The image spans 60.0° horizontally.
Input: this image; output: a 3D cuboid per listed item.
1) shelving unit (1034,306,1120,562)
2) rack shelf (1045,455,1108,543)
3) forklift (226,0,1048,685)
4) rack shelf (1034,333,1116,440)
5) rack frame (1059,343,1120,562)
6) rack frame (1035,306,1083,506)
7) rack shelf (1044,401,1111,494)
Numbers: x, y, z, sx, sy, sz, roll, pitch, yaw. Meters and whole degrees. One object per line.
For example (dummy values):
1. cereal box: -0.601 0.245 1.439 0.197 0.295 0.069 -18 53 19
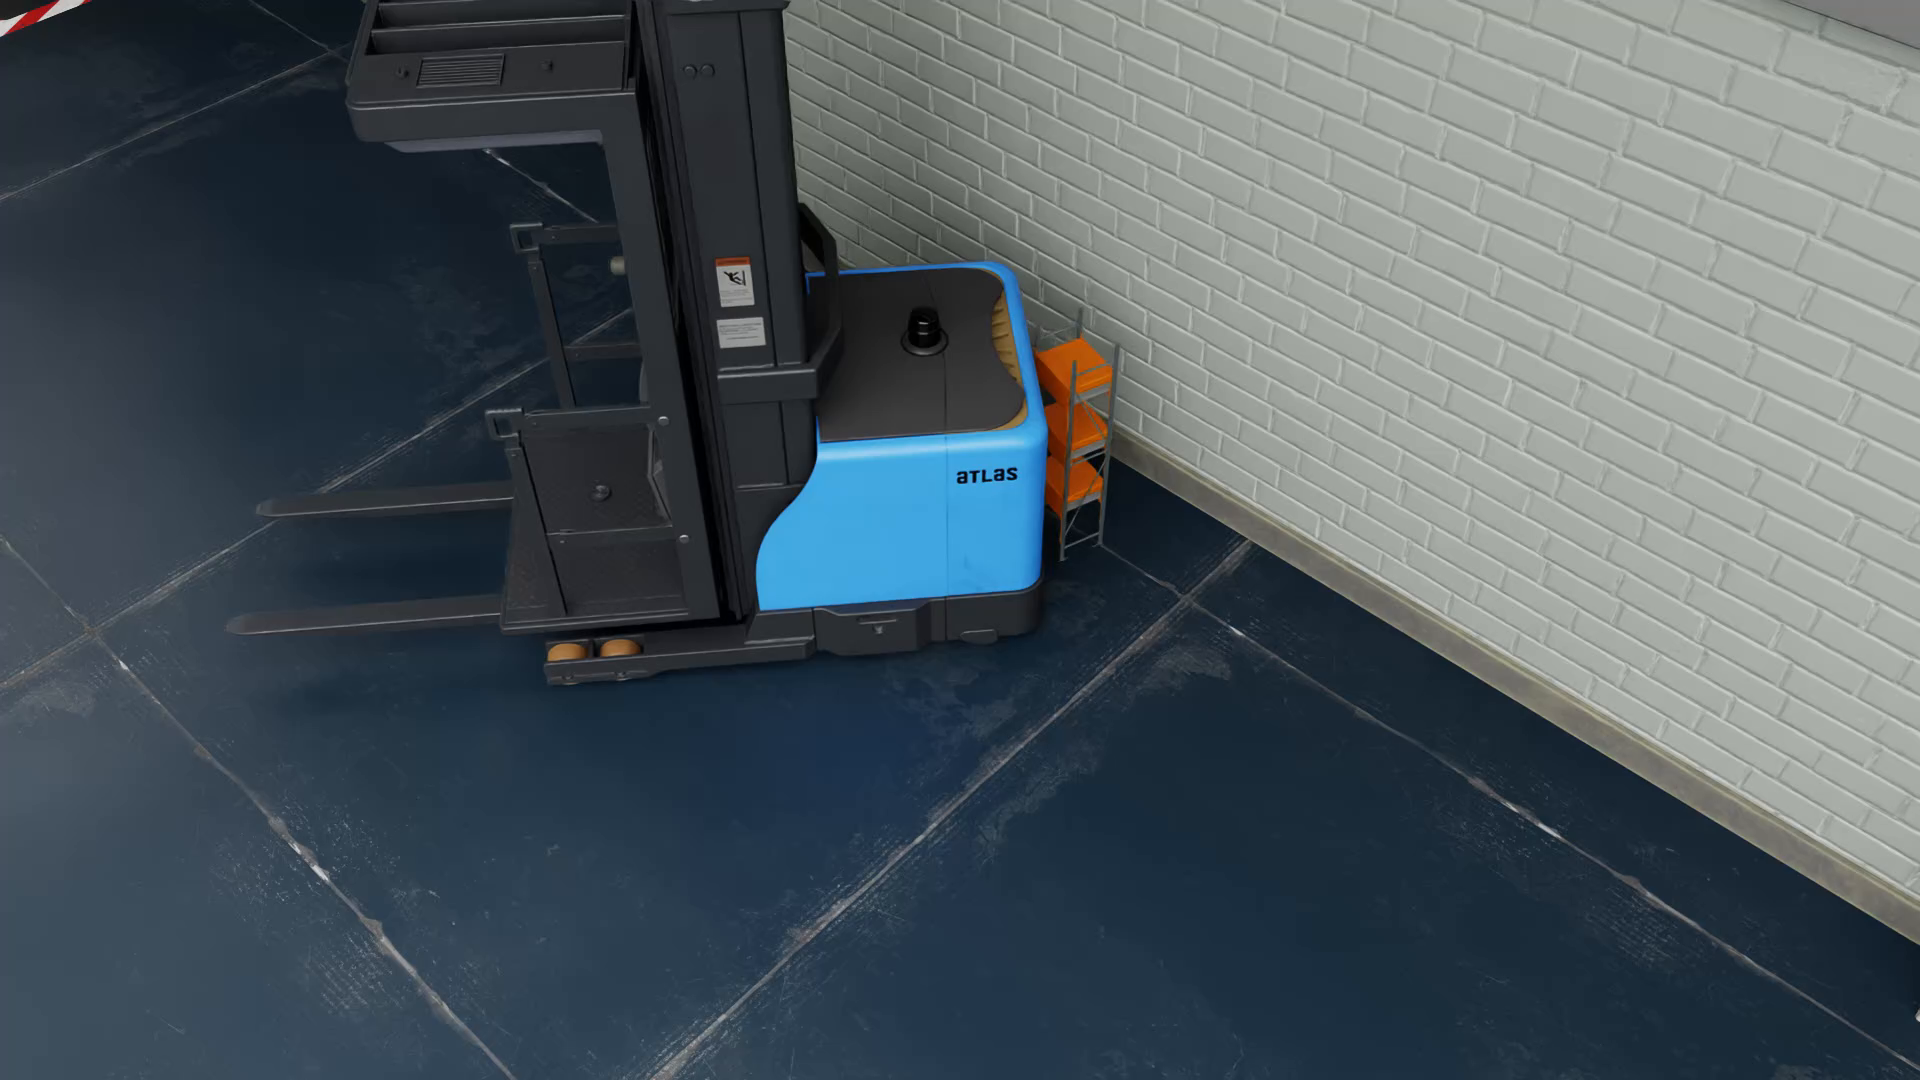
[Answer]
1. shelving unit: 0.426 -0.386 6.392 0.215 1.050 0.252 -23 51 -20
2. rack shelf: 0.426 -0.189 6.603 0.215 0.259 0.240 -23 51 -20
3. forklift: -1.236 -0.868 5.555 3.031 2.935 1.130 -4 47 -4
4. rack shelf: 0.426 -0.573 6.193 0.215 0.259 0.240 -23 51 -20
5. rack frame: 0.486 -0.309 6.320 0.200 1.050 0.008 -23 51 -20
6. rack frame: 0.365 -0.463 6.465 0.200 1.050 0.008 -23 51 -20
7. rack shelf: 0.426 -0.379 6.400 0.215 0.259 0.240 -23 51 -20
